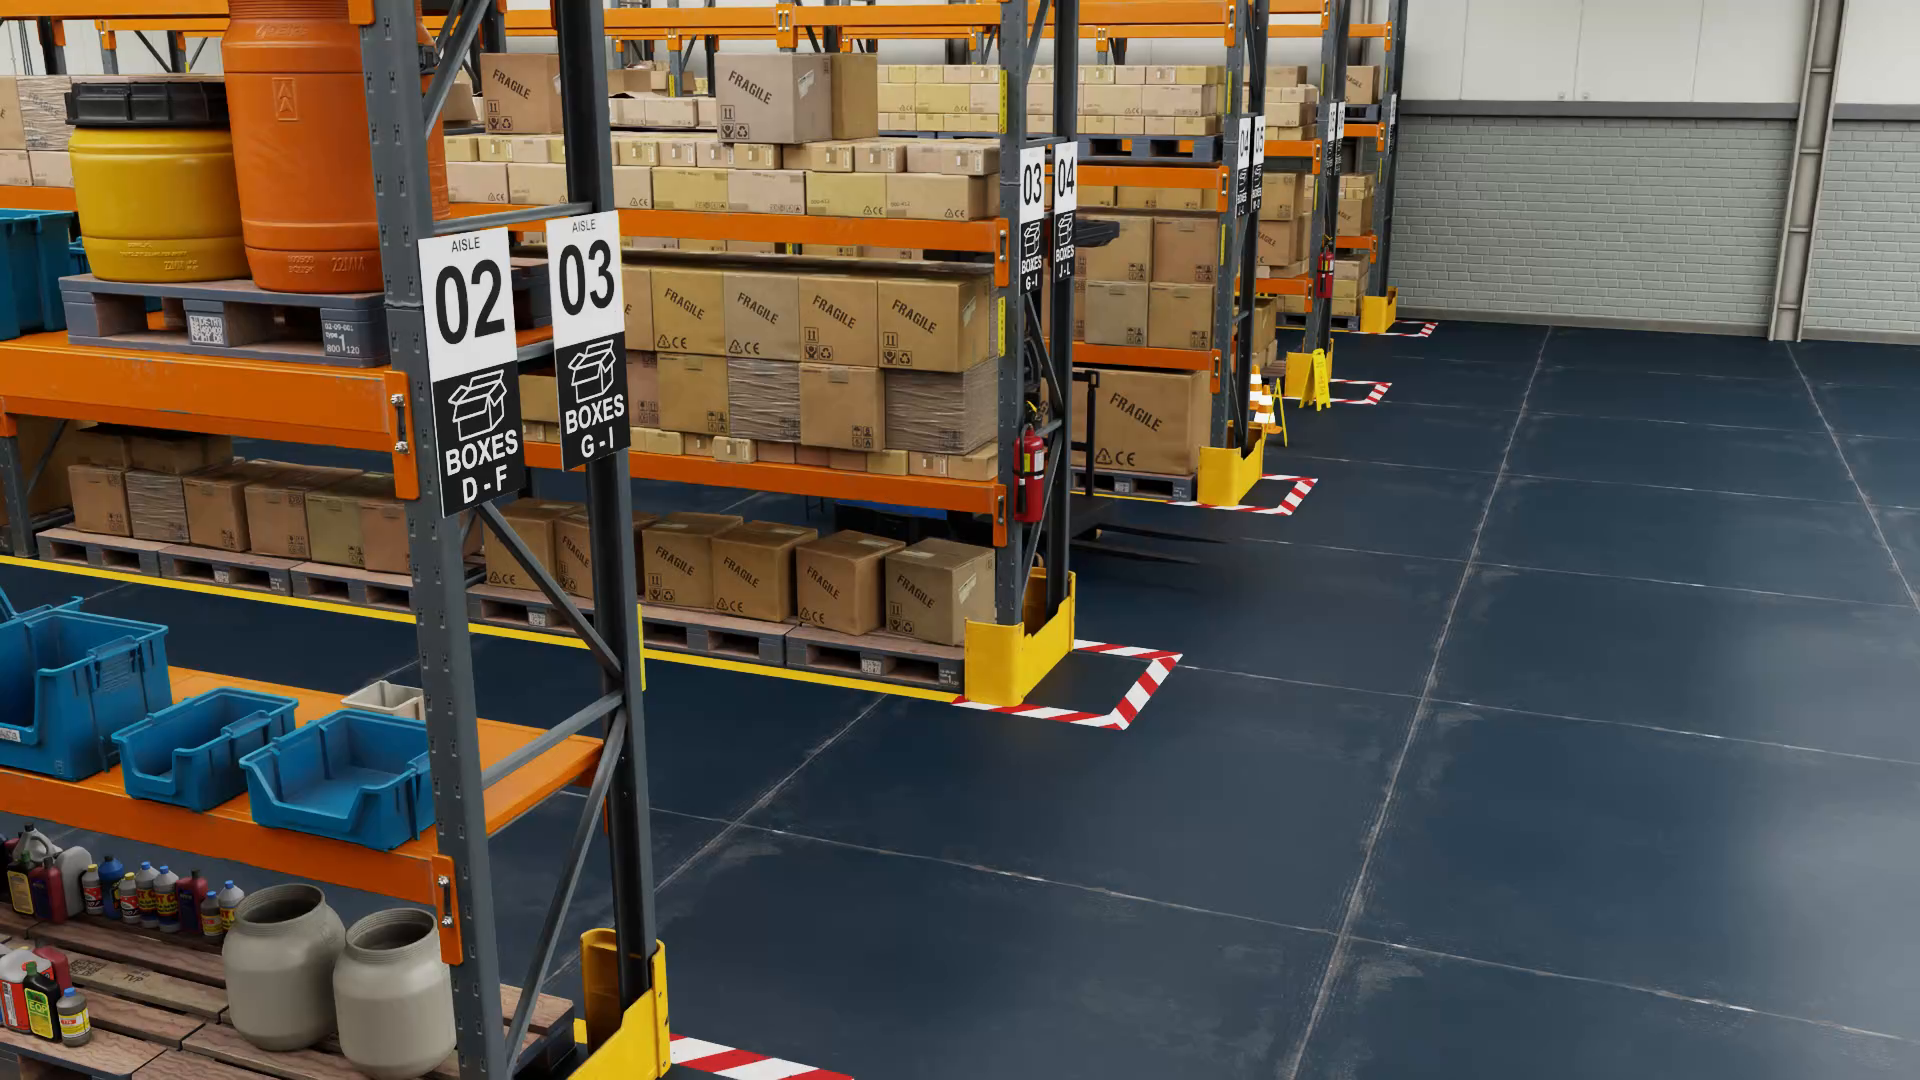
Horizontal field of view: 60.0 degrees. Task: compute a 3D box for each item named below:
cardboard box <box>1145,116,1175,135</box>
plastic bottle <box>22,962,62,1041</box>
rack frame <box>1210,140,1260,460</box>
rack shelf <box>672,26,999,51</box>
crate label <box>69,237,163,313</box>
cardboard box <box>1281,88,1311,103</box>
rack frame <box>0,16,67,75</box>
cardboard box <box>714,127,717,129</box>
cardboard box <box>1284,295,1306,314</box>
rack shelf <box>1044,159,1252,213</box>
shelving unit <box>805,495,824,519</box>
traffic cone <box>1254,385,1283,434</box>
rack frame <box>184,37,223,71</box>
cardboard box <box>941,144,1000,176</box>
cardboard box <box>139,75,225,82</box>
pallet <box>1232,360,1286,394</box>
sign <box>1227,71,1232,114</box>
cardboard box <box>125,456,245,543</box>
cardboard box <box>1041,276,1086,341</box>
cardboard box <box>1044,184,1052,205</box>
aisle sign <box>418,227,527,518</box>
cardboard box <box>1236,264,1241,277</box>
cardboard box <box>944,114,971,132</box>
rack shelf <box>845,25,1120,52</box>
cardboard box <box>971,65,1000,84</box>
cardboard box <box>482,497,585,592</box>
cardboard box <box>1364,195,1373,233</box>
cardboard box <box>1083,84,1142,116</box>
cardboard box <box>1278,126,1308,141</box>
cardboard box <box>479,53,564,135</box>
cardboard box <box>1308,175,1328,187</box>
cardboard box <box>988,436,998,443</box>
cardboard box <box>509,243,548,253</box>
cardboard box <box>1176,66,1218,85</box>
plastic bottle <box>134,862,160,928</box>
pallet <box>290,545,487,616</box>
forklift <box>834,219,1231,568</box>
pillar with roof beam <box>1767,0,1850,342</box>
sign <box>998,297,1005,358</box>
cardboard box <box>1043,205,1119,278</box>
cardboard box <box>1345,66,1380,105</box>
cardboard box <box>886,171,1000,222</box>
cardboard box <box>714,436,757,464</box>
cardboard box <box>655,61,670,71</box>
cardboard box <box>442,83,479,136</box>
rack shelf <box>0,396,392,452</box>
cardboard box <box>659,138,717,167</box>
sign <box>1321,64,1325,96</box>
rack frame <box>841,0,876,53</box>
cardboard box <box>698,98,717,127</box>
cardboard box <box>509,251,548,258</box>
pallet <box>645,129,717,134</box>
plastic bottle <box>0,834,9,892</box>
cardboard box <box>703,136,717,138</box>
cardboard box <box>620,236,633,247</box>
[{"bbox_3d":[1.699,-3.431,13.748,0.250,0.149,0.380,6,17,21],"label":"cardboard box"},{"bbox_3d":[-3.349,1.684,6.077,0.133,0.283,0.061,7,17,22],"label":"plastic bottle"},{"bbox_3d":[2.367,-1.889,14.300,0.127,3.000,1.000,6,17,21],"label":"rack frame"},{"bbox_3d":[-1.492,-6.140,20.192,4.000,0.370,1.077,6,17,21],"label":"rack shelf"},{"bbox_3d":[-2.984,-0.975,6.037,0.408,0.251,0.502,6,17,21],"label":"crate label"},{"bbox_3d":[3.666,-4.844,18.119,0.250,0.149,0.380,6,17,21],"label":"cardboard box"},{"bbox_3d":[-6.989,-4.312,11.887,0.127,3.000,1.000,6,17,21],"label":"rack frame"},{"bbox_3d":[-2.884,-5.275,20.824,0.258,0.266,0.396,6,17,21],"label":"cardboard box"},{"bbox_3d":[4.895,-3.371,23.585,0.500,0.250,0.500,6,17,21],"label":"cardboard box"},{"bbox_3d":[0.507,-3.189,14.687,4.000,0.370,1.077,6,17,21],"label":"rack shelf"},{"bbox_3d":[-1.007,-0.748,13.579,0.503,1.200,0.258,8,18,29],"label":"shelving unit"},{"bbox_3d":[3.125,-1.351,16.999,0.334,0.463,0.336,6,17,21],"label":"traffic cone"},{"bbox_3d":[-10.795,-7.701,23.559,0.127,3.000,1.000,6,17,21],"label":"rack frame"},{"bbox_3d":[0.080,-2.120,9.271,0.250,0.149,0.380,6,17,21],"label":"cardboard box"},{"bbox_3d":[-5.517,-3.072,11.918,0.500,0.500,0.500,7,17,22],"label":"cardboard box"},{"bbox_3d":[3.276,-1.944,19.491,1.213,0.211,1.003,6,17,21],"label":"pallet"},{"bbox_3d":[2.155,-3.577,13.289,0.005,0.325,0.100,6,17,21],"label":"sign"},{"bbox_3d":[-5.837,-0.325,12.608,0.500,0.500,0.700,5,17,16],"label":"cardboard box"},{"bbox_3d":[1.011,-2.128,14.853,0.550,0.550,0.875,6,17,21],"label":"cardboard box"},{"bbox_3d":[1.165,-4.104,19.424,0.500,0.500,0.700,6,17,21],"label":"cardboard box"},{"bbox_3d":[-1.406,-0.492,4.826,0.004,0.787,0.394,6,17,21],"label":"aisle sign"},{"bbox_3d":[3.156,-3.074,18.833,0.250,0.149,0.380,6,17,20],"label":"cardboard box"},{"bbox_3d":[0.046,-3.612,14.375,0.250,0.149,0.380,6,17,21],"label":"cardboard box"},{"bbox_3d":[0.326,-7.428,24.627,4.000,0.370,1.077,6,17,21],"label":"rack shelf"},{"bbox_3d":[0.275,-3.970,14.175,0.250,0.149,0.380,6,17,20],"label":"cardboard box"},{"bbox_3d":[-2.910,0.028,11.427,0.500,0.500,0.500,6,17,19],"label":"cardboard box"},{"bbox_3d":[5.548,-4.641,23.602,0.500,0.500,0.500,7,18,22],"label":"cardboard box"},{"bbox_3d":[1.344,-3.679,13.888,0.500,0.250,0.500,6,17,21],"label":"cardboard box"},{"bbox_3d":[3.655,-4.467,18.250,0.250,0.149,0.380,6,17,21],"label":"cardboard box"},{"bbox_3d":[-2.756,-2.914,10.840,0.500,0.500,0.500,6,17,19],"label":"cardboard box"},{"bbox_3d":[5.002,-4.992,23.113,0.250,0.149,0.380,7,17,22],"label":"cardboard box"},{"bbox_3d":[0.276,-0.583,10.253,0.250,0.149,0.380,6,17,21],"label":"cardboard box"},{"bbox_3d":[-2.748,-1.718,11.206,0.500,0.500,0.500,6,17,21],"label":"cardboard box"},{"bbox_3d":[1.929,-3.788,13.549,0.250,0.149,0.380,6,17,21],"label":"cardboard box"},{"bbox_3d":[-3.348,1.459,6.872,0.097,0.271,0.097,0,16,0],"label":"plastic bottle"},{"bbox_3d":[-3.993,0.238,11.976,1.213,0.211,1.003,6,17,21],"label":"pallet"},{"bbox_3d":[0.539,-1.321,12.466,3.031,2.935,1.130,9,19,29],"label":"forklift"},{"bbox_3d":[9.592,-5.926,17.447,0.400,9.000,9.100,6,17,21],"label":"pillar with roof beam"},{"bbox_3d":[0.231,-1.179,9.210,0.005,0.325,0.100,6,17,21],"label":"sign"},{"bbox_3d":[1.020,-2.652,14.724,0.550,0.550,0.875,6,17,21],"label":"cardboard box"},{"bbox_3d":[5.406,-6.191,22.627,0.500,0.500,0.500,7,18,22],"label":"cardboard box"},{"bbox_3d":[-0.088,-1.965,9.450,0.500,0.250,0.500,7,17,22],"label":"cardboard box"},{"bbox_3d":[-1.322,-0.594,10.290,0.250,0.149,0.380,6,17,21],"label":"cardboard box"},{"bbox_3d":[-4.688,-7.578,26.757,0.258,0.266,0.396,6,17,21],"label":"cardboard box"},{"bbox_3d":[-3.669,-2.788,11.077,0.637,0.503,0.797,5,17,18],"label":"cardboard box"},{"bbox_3d":[-5.128,-0.881,12.119,4.000,0.370,1.077,6,17,21],"label":"rack shelf"},{"bbox_3d":[-1.599,-2.328,9.985,0.250,0.149,0.380,7,18,22],"label":"cardboard box"},{"bbox_3d":[3.867,-4.907,17.727,0.005,0.325,0.100,6,17,21],"label":"sign"},{"bbox_3d":[-1.535,-8.170,25.176,0.127,3.000,1.000,6,17,21],"label":"rack frame"},{"bbox_3d":[-2.070,-3.947,15.346,0.500,0.250,0.500,6,17,21],"label":"cardboard box"},{"bbox_3d":[-2.942,-1.581,10.733,0.500,0.500,0.500,6,17,21],"label":"cardboard box"},{"bbox_3d":[-2.225,-3.728,15.597,1.217,0.209,0.805,6,17,18],"label":"pallet"},{"bbox_3d":[-4.202,1.334,7.160,0.185,0.351,0.144,5,17,18],"label":"plastic bottle"},{"bbox_3d":[-1.413,-2.440,10.371,0.250,0.149,0.380,6,17,19],"label":"cardboard box"},{"bbox_3d":[-3.236,-3.031,16.263,0.500,0.500,0.700,6,17,20],"label":"cardboard box"}]
